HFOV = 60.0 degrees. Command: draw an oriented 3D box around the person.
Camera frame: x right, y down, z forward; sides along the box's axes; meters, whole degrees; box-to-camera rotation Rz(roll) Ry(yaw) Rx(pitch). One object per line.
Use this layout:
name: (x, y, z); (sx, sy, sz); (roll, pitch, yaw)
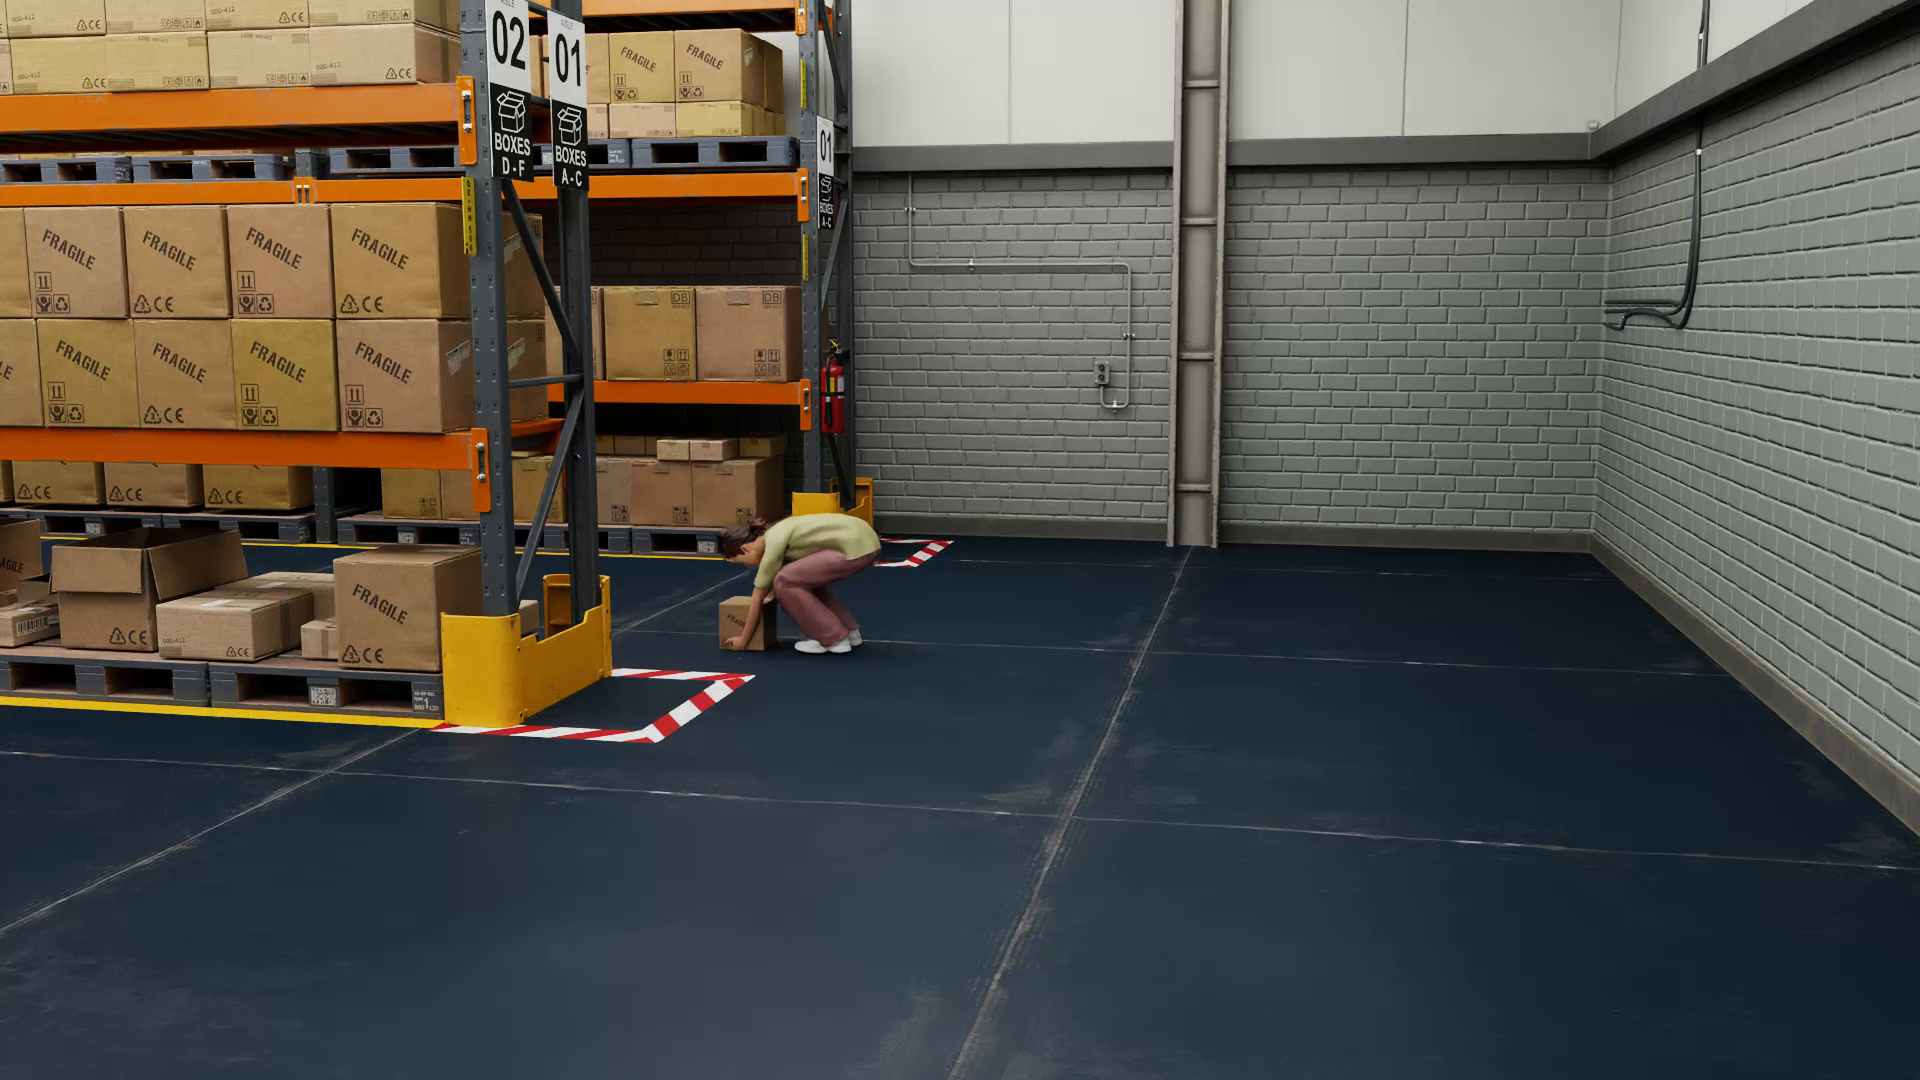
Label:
person: (-0.866, 0.233, 9.068); (0.867, 0.756, 0.463); (1, 8, 10)
